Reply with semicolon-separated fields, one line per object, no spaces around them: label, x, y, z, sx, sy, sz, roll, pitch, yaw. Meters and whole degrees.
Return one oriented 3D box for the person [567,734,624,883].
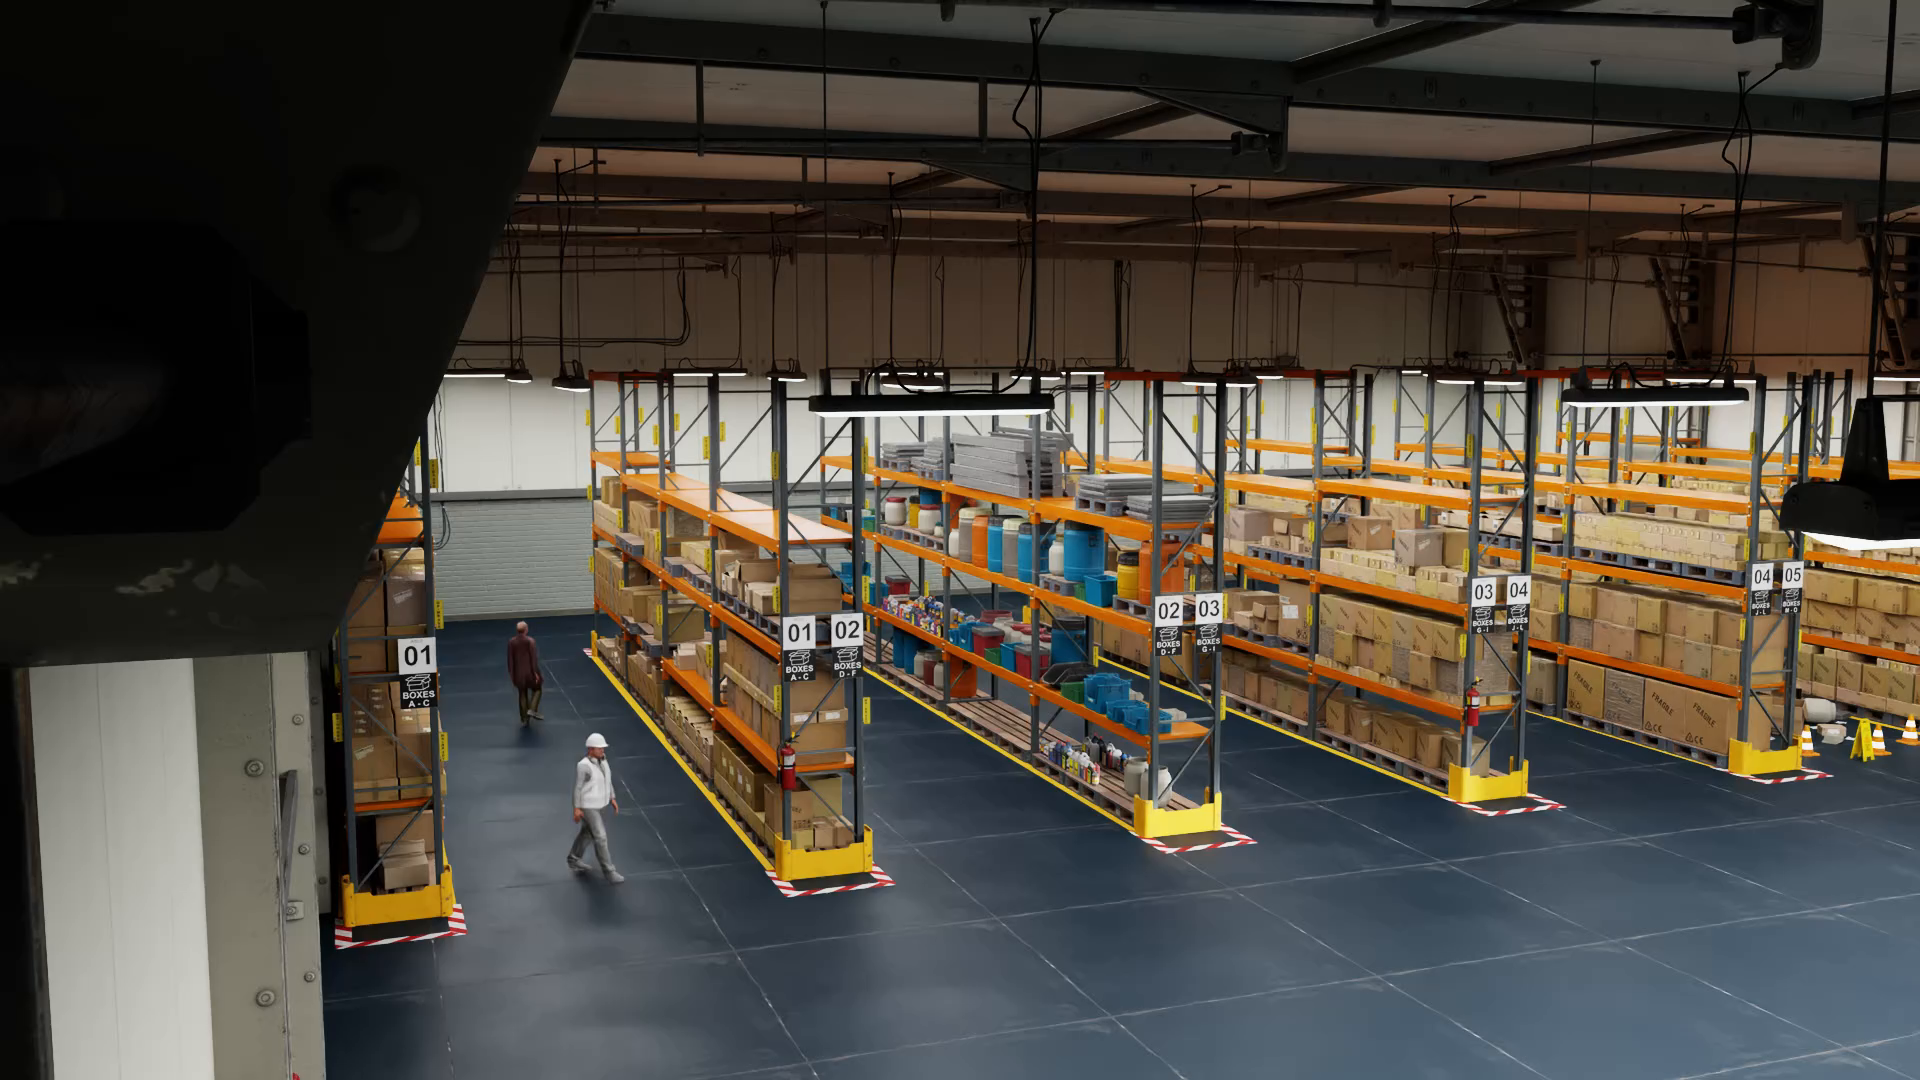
person;-4.400;3.199;20.151;0.942;1.725;0.562;2;7;17

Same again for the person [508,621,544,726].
person;-7.422;2.278;28.389;0.615;1.768;0.554;0;6;-4
